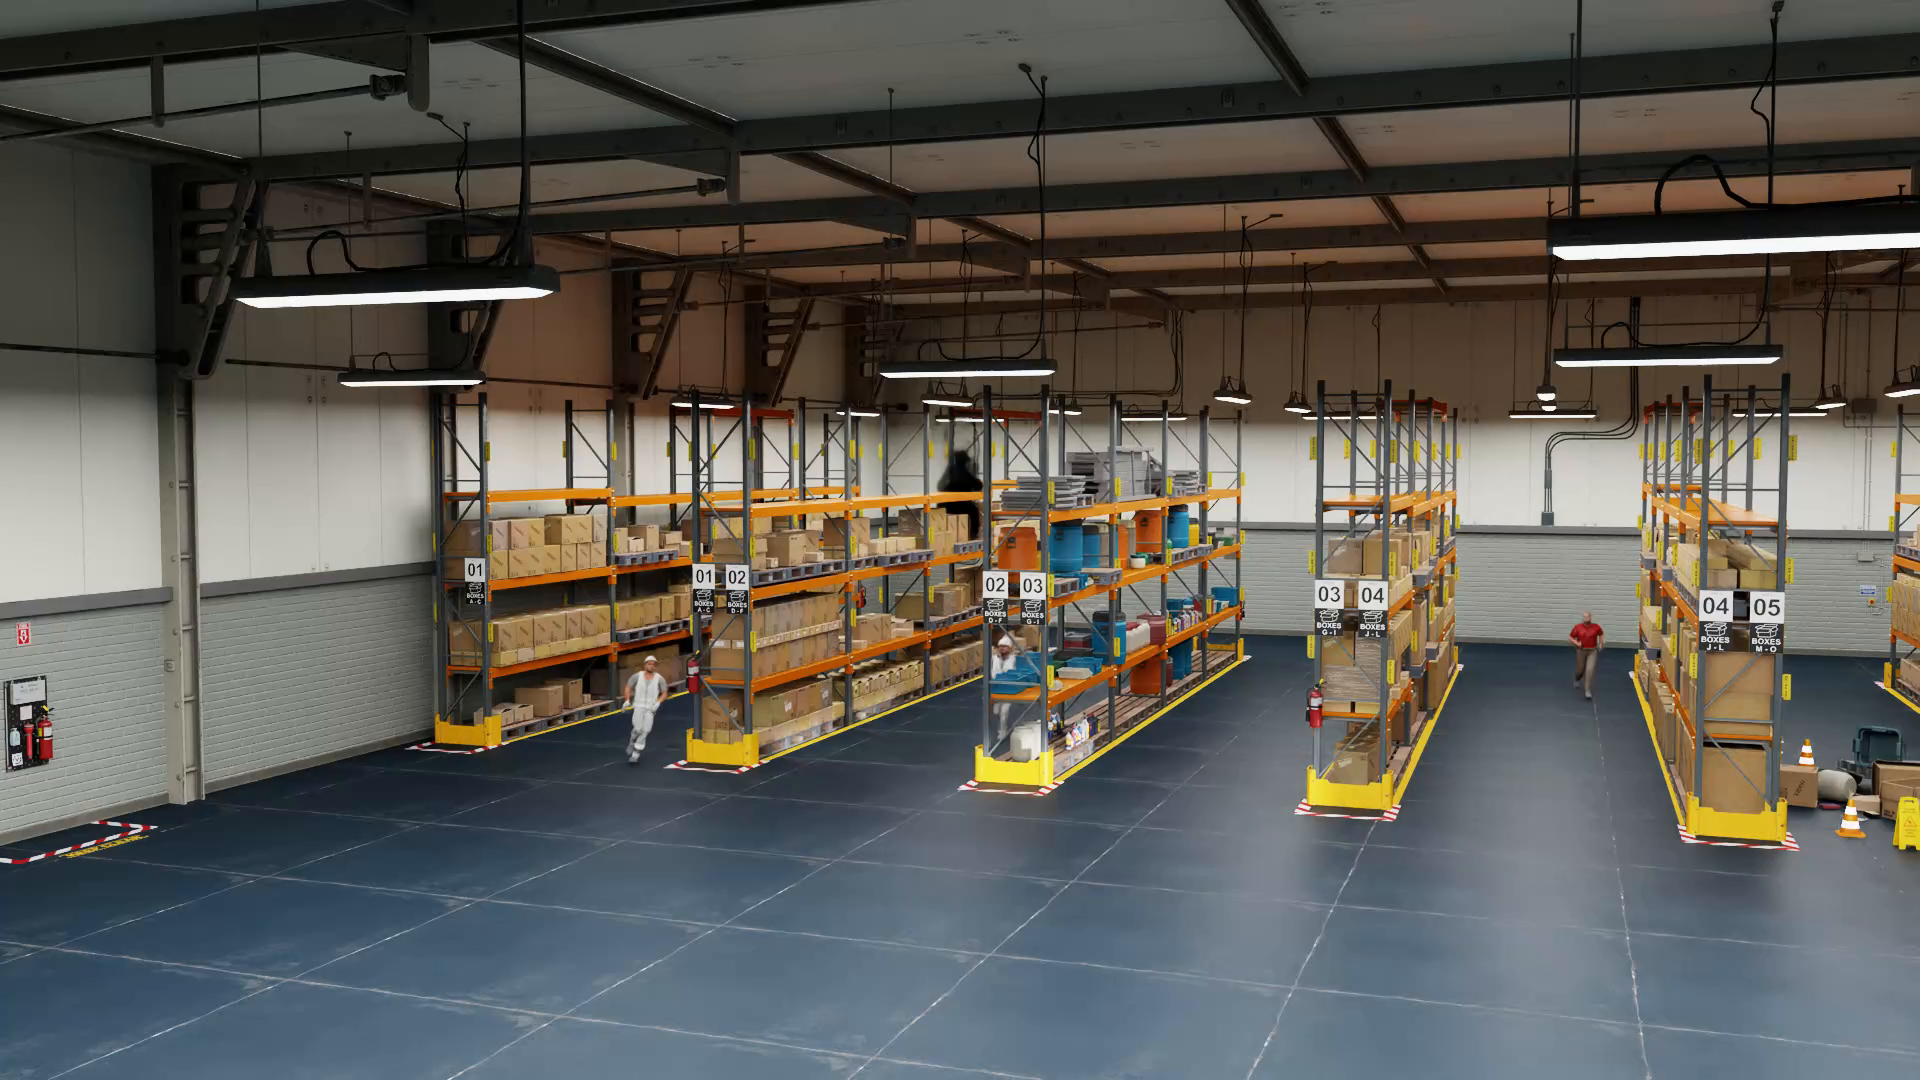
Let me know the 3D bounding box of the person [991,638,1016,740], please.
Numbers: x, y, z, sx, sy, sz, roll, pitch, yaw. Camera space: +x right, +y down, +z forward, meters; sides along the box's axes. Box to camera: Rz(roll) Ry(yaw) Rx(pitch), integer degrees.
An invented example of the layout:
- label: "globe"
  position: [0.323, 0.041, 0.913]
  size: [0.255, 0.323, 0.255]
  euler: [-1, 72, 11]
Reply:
- label: "person"
  position: [0.774, 2.583, 29.000]
  size: [0.657, 1.748, 0.752]
  euler: [1, 3, 14]

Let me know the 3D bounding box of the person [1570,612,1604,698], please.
- label: "person"
  position: [12.877, 2.339, 34.161]
  size: [0.672, 1.733, 0.910]
  euler: [1, 3, 18]

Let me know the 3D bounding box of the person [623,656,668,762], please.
- label: "person"
  position: [-5.050, 2.721, 26.698]
  size: [0.713, 1.712, 0.560]
  euler: [-1, 3, -13]
